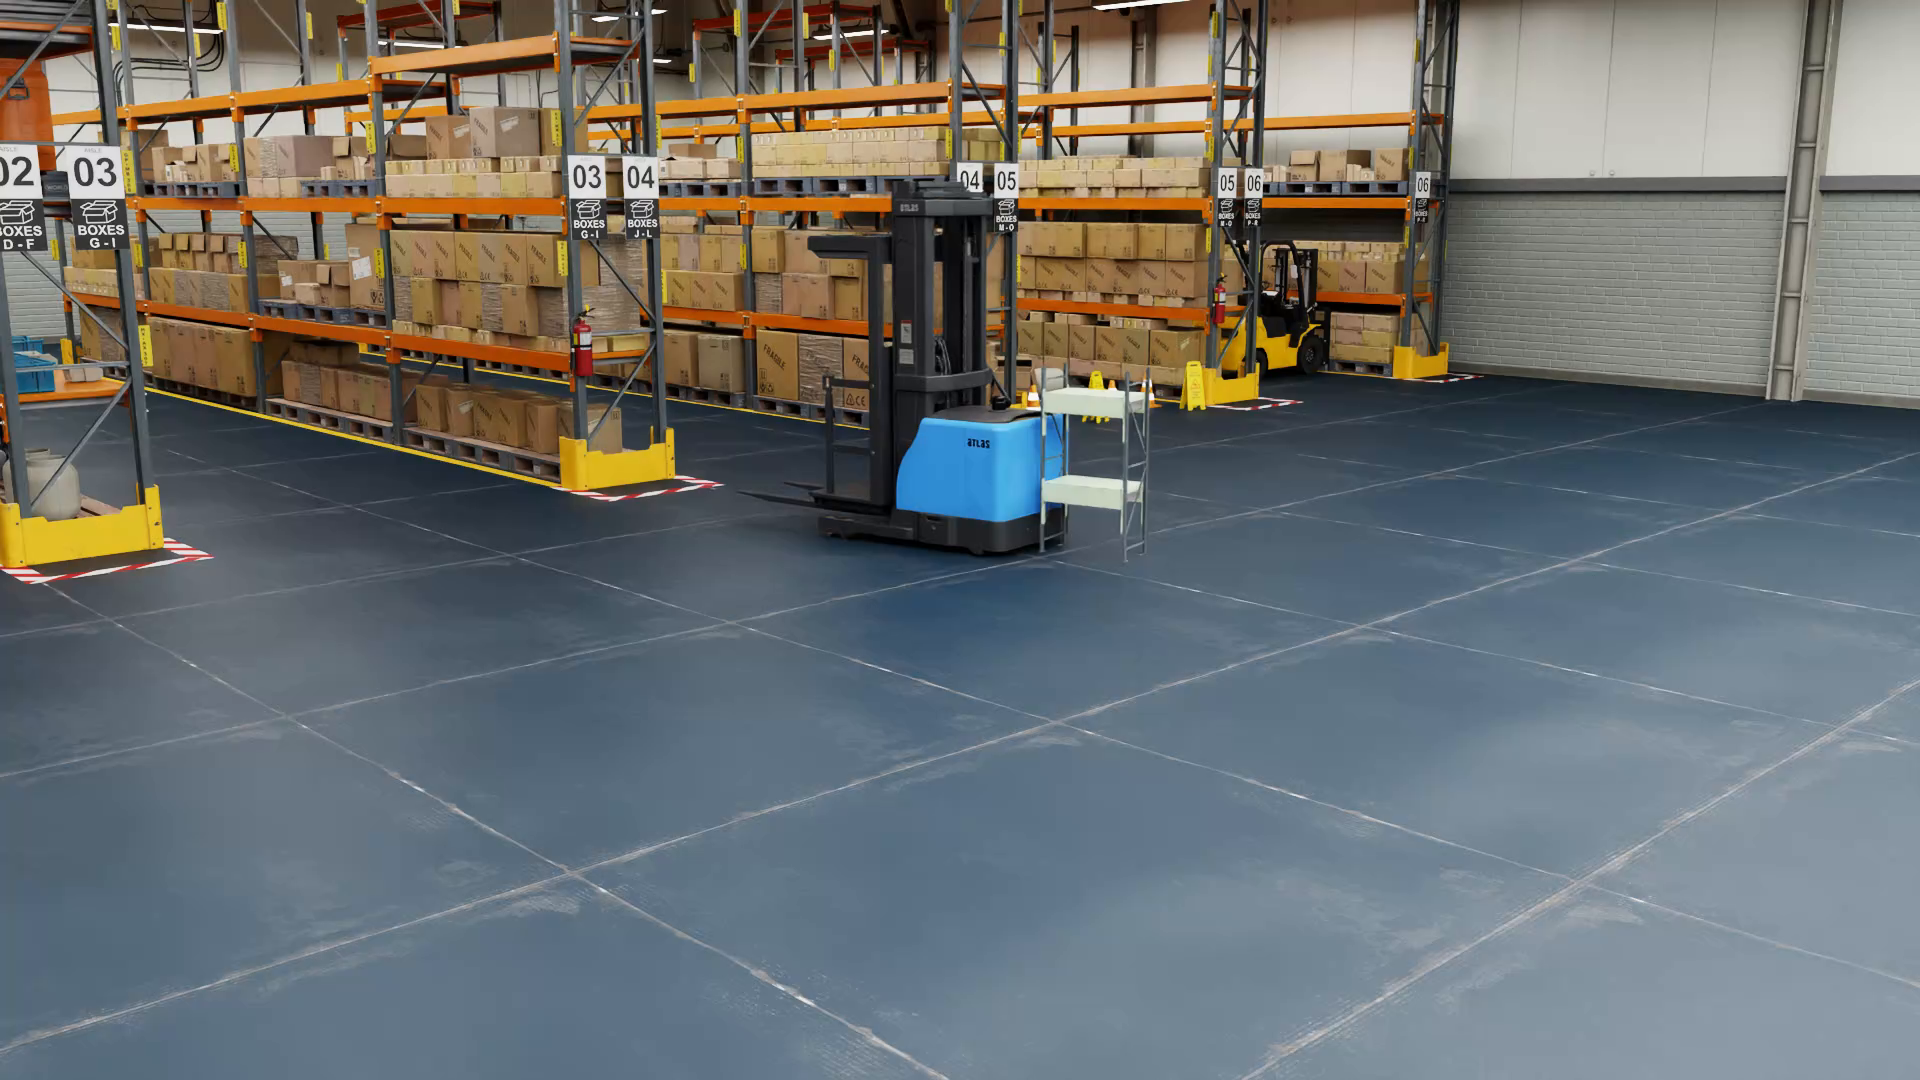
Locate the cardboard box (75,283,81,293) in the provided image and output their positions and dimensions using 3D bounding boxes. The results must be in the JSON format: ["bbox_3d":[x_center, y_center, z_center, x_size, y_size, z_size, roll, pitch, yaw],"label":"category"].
[{"bbox_3d":[-14.064,-4.080,26.904,0.250,0.149,0.380,11,16,44],"label":"cardboard box"}]

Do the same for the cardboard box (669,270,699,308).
[{"bbox_3d":[-3.733,-3.536,23.393,0.500,0.500,0.500,-11,16,-42],"label":"cardboard box"}]

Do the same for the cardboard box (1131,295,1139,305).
[{"bbox_3d":[2.687,-3.475,23.969,0.380,0.149,0.250,-11,16,-42],"label":"cardboard box"}]

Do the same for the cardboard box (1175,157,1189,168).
[{"bbox_3d":[3.194,-5.209,22.975,0.380,0.149,0.250,-11,16,-42],"label":"cardboard box"}]

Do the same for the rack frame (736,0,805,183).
[{"bbox_3d":[-2.481,-6.239,21.893,1.000,3.000,0.127,-11,16,-43],"label":"rack frame"}]

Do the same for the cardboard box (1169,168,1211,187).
[{"bbox_3d":[3.243,-5.000,22.947,0.500,0.250,0.500,-11,16,-43],"label":"cardboard box"}]

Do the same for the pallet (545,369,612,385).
[{"bbox_3d":[-5.782,-2.633,26.168,1.003,0.211,1.213,-11,16,-43],"label":"pallet"}]

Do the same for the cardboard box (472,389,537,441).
[{"bbox_3d":[-5.005,-1.379,18.327,0.500,0.500,0.500,10,15,40],"label":"cardboard box"}]

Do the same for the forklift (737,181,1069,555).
[{"bbox_3d":[-0.587,-1.528,14.065,3.031,2.935,1.130,8,14,35],"label":"forklift"}]

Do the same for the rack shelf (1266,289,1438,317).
[{"bbox_3d":[5.998,-4.053,27.934,1.077,0.370,4.000,-11,16,-43],"label":"rack shelf"}]

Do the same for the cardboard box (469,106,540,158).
[{"bbox_3d":[-4.630,-4.140,16.915,0.500,0.500,0.500,-11,16,-43],"label":"cardboard box"}]

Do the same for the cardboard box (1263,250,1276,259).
[{"bbox_3d":[5.323,-4.824,28.039,0.380,0.149,0.250,-11,16,-43],"label":"cardboard box"}]

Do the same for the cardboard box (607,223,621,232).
[{"bbox_3d":[-6.771,-6.111,33.414,0.500,0.500,0.500,11,16,44],"label":"cardboard box"}]

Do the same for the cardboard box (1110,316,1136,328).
[{"bbox_3d":[2.395,-3.166,24.152,0.380,0.149,0.250,-10,15,-40],"label":"cardboard box"}]

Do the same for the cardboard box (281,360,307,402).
[{"bbox_3d":[-8.424,-2.104,21.795,0.500,0.500,0.700,11,16,42],"label":"cardboard box"}]

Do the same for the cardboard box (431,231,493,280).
[{"bbox_3d":[-5.320,-3.062,17.876,0.500,0.500,0.500,-11,16,-43],"label":"cardboard box"}]

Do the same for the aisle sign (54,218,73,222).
[{"bbox_3d":[-14.692,-5.617,27.301,0.394,0.787,0.004,-11,16,-43],"label":"aisle sign"}]

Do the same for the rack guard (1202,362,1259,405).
[{"bbox_3d":[3.739,-2.208,23.391,1.175,0.500,0.348,-11,16,-43],"label":"rack guard"}]

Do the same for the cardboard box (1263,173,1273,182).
[{"bbox_3d":[5.237,-6.078,27.880,0.380,0.149,0.250,-10,15,-41],"label":"cardboard box"}]

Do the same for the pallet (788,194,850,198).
[{"bbox_3d":[-2.216,-6.052,28.888,1.213,0.211,1.003,-10,15,-40],"label":"pallet"}]

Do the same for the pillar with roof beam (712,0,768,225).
[{"bbox_3d":[-7.994,-9.306,36.781,9.100,9.000,0.548,-11,16,-43],"label":"pillar with roof beam"}]

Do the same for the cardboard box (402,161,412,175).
[{"bbox_3d":[-5.904,-4.095,18.306,0.250,0.149,0.380,11,16,42],"label":"cardboard box"}]

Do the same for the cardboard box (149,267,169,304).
[{"bbox_3d":[-11.526,-3.739,24.377,0.500,0.500,0.500,-11,16,-42],"label":"cardboard box"}]

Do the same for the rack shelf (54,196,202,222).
[{"bbox_3d":[-13.044,-5.200,26.069,1.077,0.370,4.000,-11,16,-43],"label":"rack shelf"}]

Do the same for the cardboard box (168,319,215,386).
[{"bbox_3d":[-10.589,-2.736,23.982,0.875,0.875,1.225,11,16,43],"label":"cardboard box"}]

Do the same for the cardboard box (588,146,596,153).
[{"bbox_3d":[-5.711,-5.800,25.053,0.396,0.266,0.258,-11,16,-43],"label":"cardboard box"}]

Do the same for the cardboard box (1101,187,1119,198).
[{"bbox_3d":[2.250,-4.999,23.929,0.380,0.149,0.250,-11,16,-43],"label":"cardboard box"}]

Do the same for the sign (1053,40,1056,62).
[{"bbox_3d":[1.434,-7.513,25.564,0.100,0.325,0.005,-11,16,-43],"label":"sign"}]

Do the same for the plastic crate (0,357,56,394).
[{"bbox_3d":[-7.520,-1.309,13.199,0.499,0.251,0.616,-11,16,-43],"label":"plastic crate"}]

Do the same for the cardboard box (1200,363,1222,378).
[{"bbox_3d":[3.434,-2.437,24.078,0.500,0.250,0.500,-11,16,-43],"label":"cardboard box"}]

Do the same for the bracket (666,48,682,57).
[{"bbox_3d":[-7.061,-12.026,41.062,0.235,0.232,0.430,-11,16,-43],"label":"bracket"}]

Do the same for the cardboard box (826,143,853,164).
[{"bbox_3d":[-1.298,-4.766,20.521,0.500,0.250,0.500,-11,16,-42],"label":"cardboard box"}]

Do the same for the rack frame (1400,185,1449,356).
[{"bbox_3d":[7.379,-4.114,26.444,1.000,3.000,0.127,-11,16,-43],"label":"rack frame"}]

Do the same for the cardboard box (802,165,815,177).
[{"bbox_3d":[-1.772,-4.653,20.961,0.380,0.149,0.250,-11,16,-43],"label":"cardboard box"}]

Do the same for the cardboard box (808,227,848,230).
[{"bbox_3d":[-2.280,-5.167,28.830,0.500,0.500,0.500,11,16,44],"label":"cardboard box"}]

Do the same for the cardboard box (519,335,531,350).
[{"bbox_3d":[-4.266,-2.035,16.976,0.380,0.149,0.250,-11,16,-43],"label":"cardboard box"}]

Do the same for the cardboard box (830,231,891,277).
[{"bbox_3d":[-1.142,-3.606,20.933,0.875,0.550,0.500,-11,16,-43],"label":"cardboard box"}]

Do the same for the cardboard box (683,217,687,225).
[{"bbox_3d":[-5.042,-6.083,31.672,0.380,0.149,0.250,-10,16,-41],"label":"cardboard box"}]

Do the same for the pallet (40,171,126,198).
[{"bbox_3d":[-7.459,-2.861,13.400,1.003,0.211,1.213,-11,16,-43],"label":"pallet"}]

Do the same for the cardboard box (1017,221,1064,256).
[{"bbox_3d":[1.176,-4.595,25.319,0.700,0.500,0.500,-11,16,-43],"label":"cardboard box"}]

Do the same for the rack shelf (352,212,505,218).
[{"bbox_3d":[-9.387,-5.877,29.352,1.077,0.370,4.000,-11,16,-43],"label":"rack shelf"}]

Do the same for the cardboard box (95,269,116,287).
[{"bbox_3d":[-13.217,-4.116,26.090,0.500,0.250,0.500,-11,16,-44],"label":"cardboard box"}]

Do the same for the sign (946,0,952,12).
[{"bbox_3d":[-0.121,-6.078,18.600,0.100,0.325,0.005,-11,16,-43],"label":"sign"}]

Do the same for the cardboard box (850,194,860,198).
[{"bbox_3d":[-1.639,-5.865,28.136,0.380,0.149,0.250,-11,16,-43],"label":"cardboard box"}]

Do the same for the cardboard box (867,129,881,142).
[{"bbox_3d":[-0.897,-4.858,19.983,0.380,0.149,0.250,-11,16,-42],"label":"cardboard box"}]

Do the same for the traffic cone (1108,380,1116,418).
[{"bbox_3d":[1.993,-1.858,21.781,0.336,0.463,0.334,-11,16,-43],"label":"traffic cone"}]

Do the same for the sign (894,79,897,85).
[{"bbox_3d":[-1.313,-9.227,33.883,0.100,0.325,0.005,-11,16,-43],"label":"sign"}]

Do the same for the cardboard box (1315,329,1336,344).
[{"bbox_3d":[6.106,-3.392,27.476,0.500,0.250,0.500,-11,16,-44],"label":"cardboard box"}]

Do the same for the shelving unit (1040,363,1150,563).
[{"bbox_3d":[1.069,-0.625,13.227,0.755,1.500,0.431,7,14,31],"label":"shelving unit"}]

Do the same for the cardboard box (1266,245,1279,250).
[{"bbox_3d":[5.353,-4.974,28.030,0.380,0.149,0.250,-11,16,-43],"label":"cardboard box"}]

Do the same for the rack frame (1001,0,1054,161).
[{"bbox_3d":[1.029,-6.943,25.313,1.000,3.000,0.127,-11,16,-43],"label":"rack frame"}]

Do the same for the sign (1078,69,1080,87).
[{"bbox_3d":[2.253,-8.832,31.774,0.100,0.325,0.005,-11,16,-43],"label":"sign"}]

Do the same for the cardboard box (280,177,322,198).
[{"bbox_3d":[-8.044,-4.351,20.534,0.500,0.250,0.500,-10,16,-41],"label":"cardboard box"}]

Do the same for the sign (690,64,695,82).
[{"bbox_3d":[-4.914,-8.572,30.511,0.100,0.325,0.005,-11,16,-43],"label":"sign"}]

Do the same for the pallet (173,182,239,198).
[{"bbox_3d":[-10.158,-4.834,22.975,1.003,0.211,1.213,-10,15,-40],"label":"pallet"}]
